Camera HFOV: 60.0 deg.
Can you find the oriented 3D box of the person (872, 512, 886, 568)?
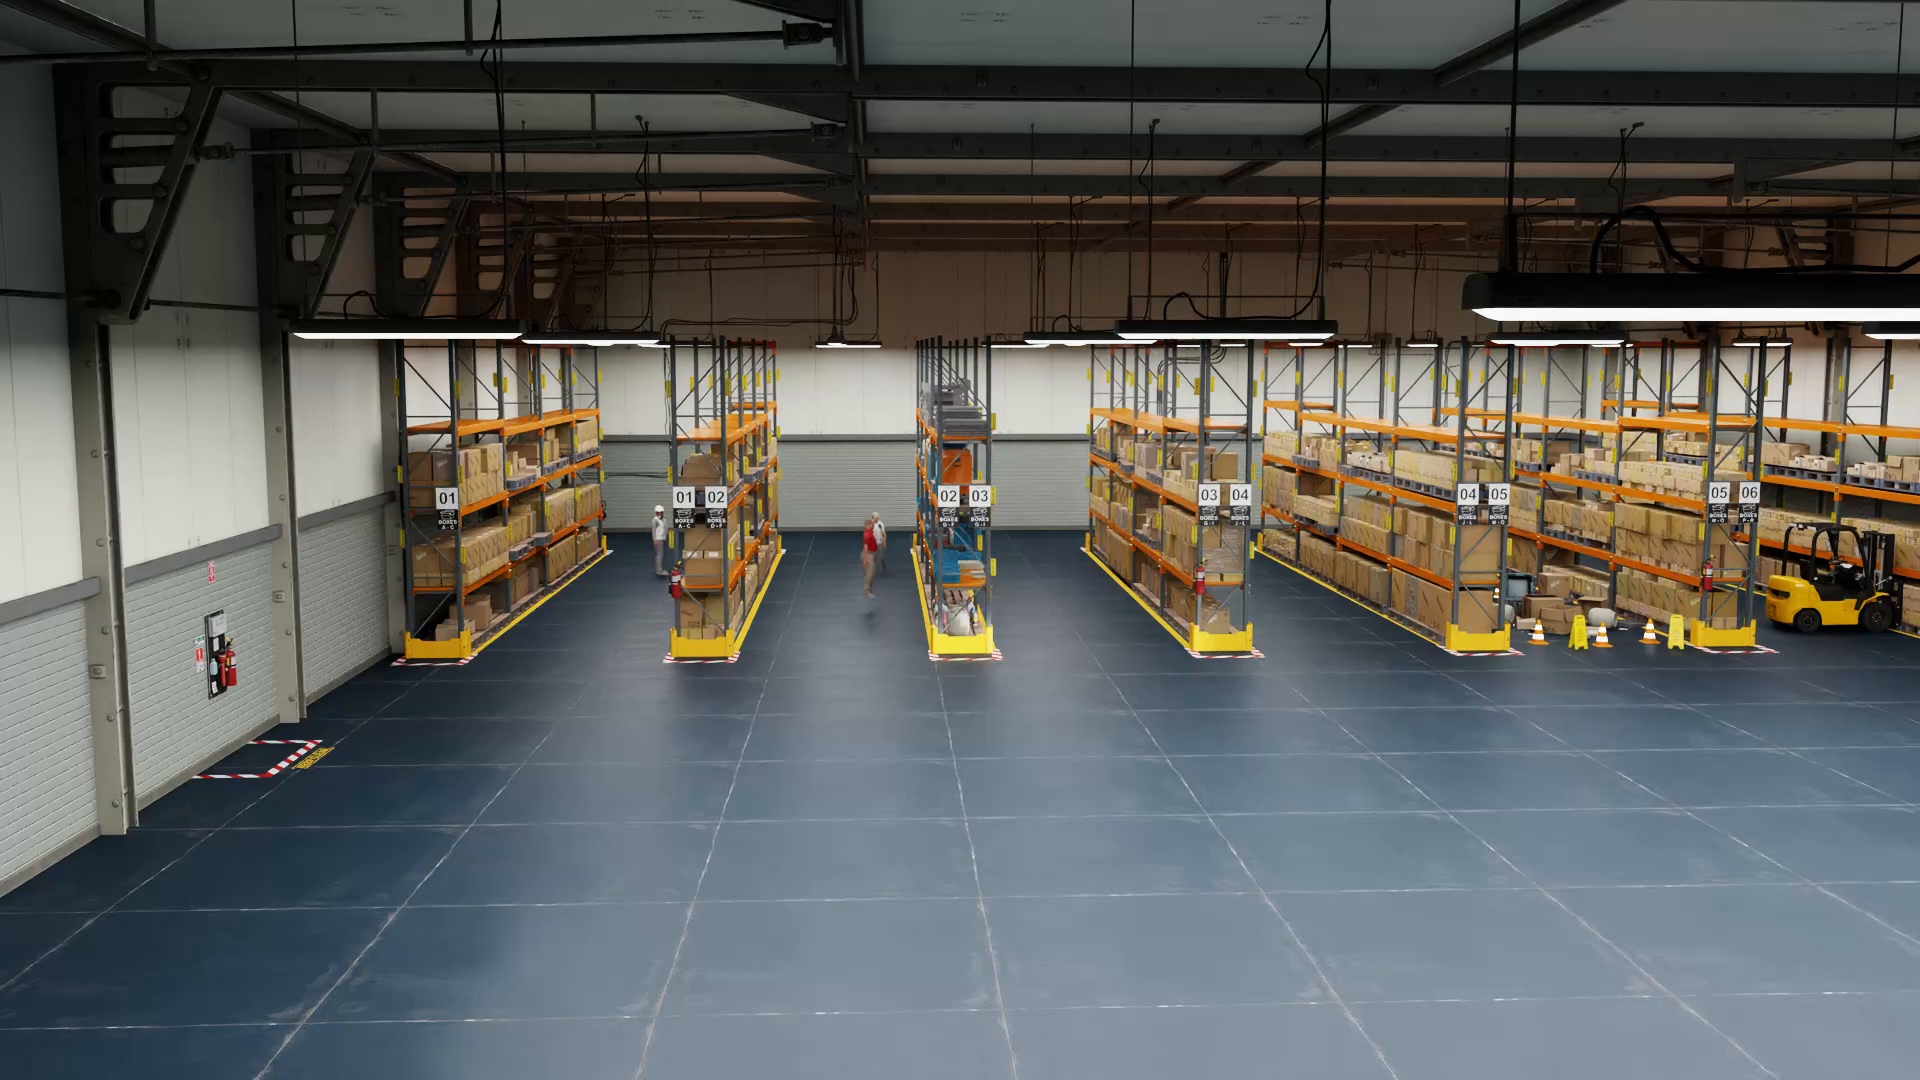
[{"bbox_3d":[-2.140,0.055,42.630,0.560,1.566,0.801,1,7,8],"label":"person"}]

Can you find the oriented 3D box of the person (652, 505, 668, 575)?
[{"bbox_3d":[-7.677,-0.004,42.718,0.431,1.784,0.557,0,6,3],"label":"person"}]

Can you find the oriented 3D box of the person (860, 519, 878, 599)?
[{"bbox_3d":[-2.006,0.438,36.789,0.376,1.810,0.595,1,7,9],"label":"person"}]

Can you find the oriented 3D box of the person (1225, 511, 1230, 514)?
[{"bbox_3d":[7.512,-0.384,46.536,0.435,1.618,0.996,1,7,5],"label":"person"}]
